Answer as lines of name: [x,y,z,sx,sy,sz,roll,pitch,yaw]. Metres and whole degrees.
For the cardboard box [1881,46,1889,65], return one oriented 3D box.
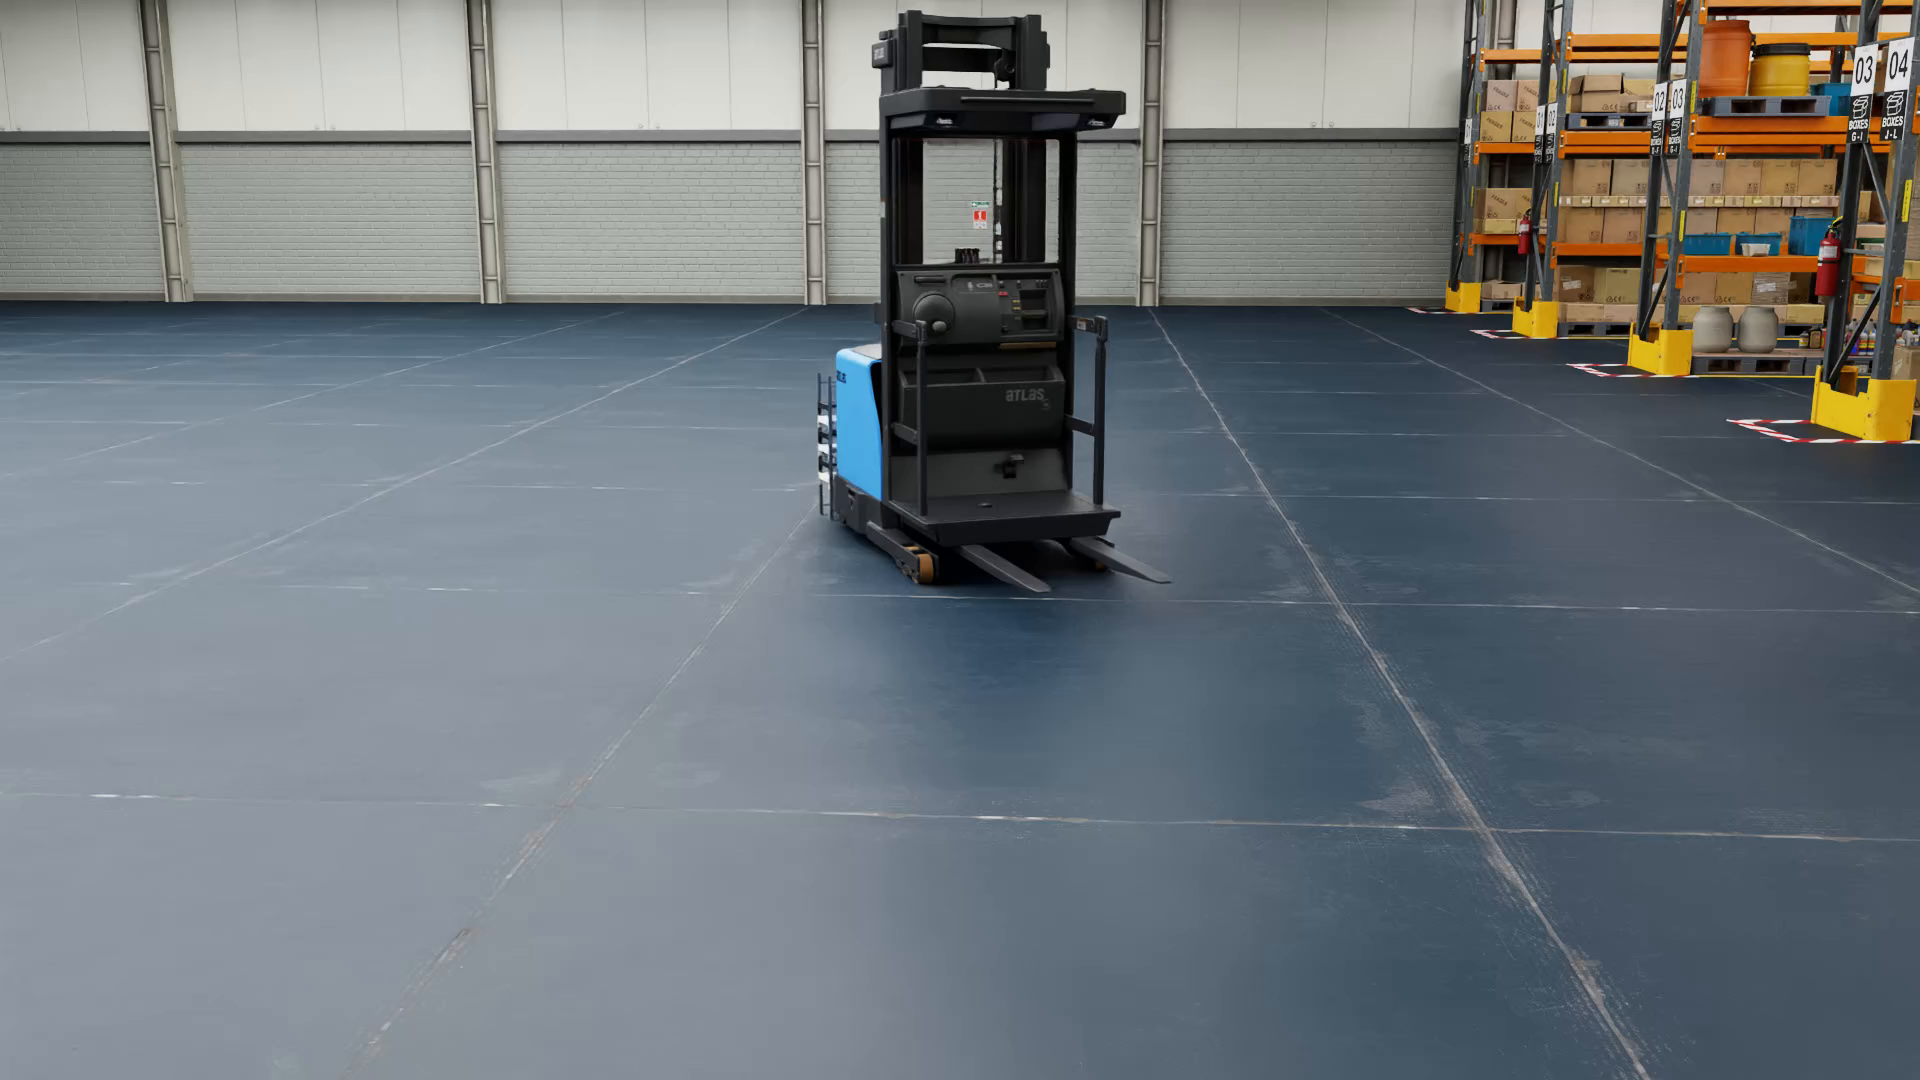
cardboard box: [7.904,-4.050,13.872,0.250,0.149,0.380,1,12,4]

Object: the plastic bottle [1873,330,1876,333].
plastic bottle: [10.553,-2.313,19.079,0.135,0.276,0.152,1,12,4]

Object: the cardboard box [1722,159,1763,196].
cardboard box: [10.816,-5.072,23.275,0.500,0.500,0.700,1,12,4]

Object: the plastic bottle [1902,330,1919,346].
plastic bottle: [10.591,-2.200,18.536,0.135,0.276,0.152,1,12,5]

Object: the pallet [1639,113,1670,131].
pallet: [10.196,-5.818,23.145,1.213,0.211,1.003,1,12,4]

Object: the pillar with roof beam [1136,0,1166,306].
pillar with roof beam: [3.081,-7.742,24.803,0.400,9.000,9.100,1,12,4]

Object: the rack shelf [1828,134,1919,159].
rack shelf: [14.259,-5.458,22.966,4.000,0.370,1.077,1,12,4]

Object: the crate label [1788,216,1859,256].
crate label: [9.792,-3.460,18.895,0.616,0.435,0.502,1,12,4]

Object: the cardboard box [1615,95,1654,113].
cardboard box: [9.439,-6.131,23.425,0.500,0.250,0.500,1,12,4]

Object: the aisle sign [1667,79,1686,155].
aisle sign: [7.846,-4.626,18.207,0.004,0.787,0.394,1,12,4]

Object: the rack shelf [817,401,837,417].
rack shelf: [-0.736,-0.820,10.331,0.258,0.077,0.200,-5,13,-23]

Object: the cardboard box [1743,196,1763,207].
cardboard box: [10.962,-4.710,23.131,0.250,0.149,0.380,1,12,3]

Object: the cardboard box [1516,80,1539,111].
cardboard box: [9.465,-7.380,27.664,0.500,0.500,0.500,1,12,3]

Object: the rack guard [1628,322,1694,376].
rack guard: [8.016,-2.197,19.052,0.348,0.500,1.175,1,12,4]

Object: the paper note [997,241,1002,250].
paper note: [0.734,-5.312,29.990,0.142,0.148,0.016,1,12,4]

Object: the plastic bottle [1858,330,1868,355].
plastic bottle: [10.067,-2.199,18.544,0.097,0.271,0.097,0,12,0]

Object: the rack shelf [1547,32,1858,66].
rack shelf: [10.268,-6.785,22.962,4.000,0.370,1.077,1,12,4]

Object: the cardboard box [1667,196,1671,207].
cardboard box: [9.934,-4.724,23.197,0.250,0.149,0.380,1,12,3]

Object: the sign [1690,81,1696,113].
sign: [7.896,-4.773,17.910,0.005,0.325,0.100,1,12,4]

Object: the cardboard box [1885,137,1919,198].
cardboard box: [8.172,-3.127,13.980,0.500,0.500,0.500,1,12,4]

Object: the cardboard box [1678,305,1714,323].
cardboard box: [10.289,-3.210,23.479,0.500,0.250,0.500,1,12,4]

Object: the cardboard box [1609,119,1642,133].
cardboard box: [11.011,-6.874,27.685,0.500,0.500,0.500,0,12,2]

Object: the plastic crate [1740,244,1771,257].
plastic crate: [8.809,-3.205,18.409,0.250,0.136,0.298,1,12,4]

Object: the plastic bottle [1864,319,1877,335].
plastic bottle: [10.538,-2.381,19.217,0.185,0.351,0.144,1,12,3]

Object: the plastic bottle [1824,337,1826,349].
plastic bottle: [10.042,-2.332,19.149,0.133,0.283,0.061,1,12,4]

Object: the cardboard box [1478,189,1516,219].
cardboard box: [9.056,-5.672,28.042,0.500,0.500,0.500,1,12,4]

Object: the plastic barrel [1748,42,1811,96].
plastic barrel: [9.083,-5.189,18.435,0.600,0.588,0.600,0,12,0]

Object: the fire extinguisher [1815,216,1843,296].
fire extinguisher: [7.523,-2.458,14.383,0.183,0.674,0.296,1,12,4]

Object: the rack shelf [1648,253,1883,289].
rack shelf: [9.933,-3.033,18.698,4.000,0.370,1.077,1,12,4]

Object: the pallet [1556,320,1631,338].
pallet: [9.038,-3.057,23.868,1.213,0.211,1.003,1,12,4]

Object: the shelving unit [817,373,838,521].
shelving unit: [-0.736,-0.588,10.380,0.258,0.900,0.210,-5,13,-23]

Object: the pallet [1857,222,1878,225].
pallet: [14.604,-5.252,28.016,1.213,0.211,1.003,1,12,4]

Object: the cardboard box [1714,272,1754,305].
cardboard box: [10.788,-3.573,23.382,0.500,0.500,0.500,1,12,4]

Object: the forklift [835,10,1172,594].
forklift: [0.188,-1.294,8.797,1.130,2.935,3.031,-4,12,-18]

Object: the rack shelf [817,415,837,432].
rack shelf: [-0.736,-0.732,10.350,0.258,0.077,0.200,-5,13,-23]

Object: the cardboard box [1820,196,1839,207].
cardboard box: [11.977,-4.696,23.062,0.250,0.149,0.380,1,12,4]

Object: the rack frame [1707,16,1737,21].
rack frame: [12.590,-8.318,27.554,0.127,3.000,1.000,1,12,4]

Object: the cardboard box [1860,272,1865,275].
cardboard box: [15.353,-4.349,28.261,0.500,0.500,0.700,1,12,4]

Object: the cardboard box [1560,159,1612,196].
cardboard box: [8.790,-5.098,23.402,0.500,0.500,0.700,1,12,4]

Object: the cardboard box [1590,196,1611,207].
cardboard box: [8.913,-4.738,23.265,0.250,0.149,0.380,0,12,2]

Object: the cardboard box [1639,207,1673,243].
cardboard box: [9.756,-4.450,23.471,0.500,0.500,0.700,1,12,4]

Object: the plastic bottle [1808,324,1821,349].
plastic bottle: [9.917,-2.365,19.306,0.133,0.283,0.061,1,12,5]

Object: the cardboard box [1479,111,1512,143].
cardboard box: [8.916,-6.908,27.845,0.500,0.500,0.500,1,12,5]

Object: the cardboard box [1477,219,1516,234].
cardboard box: [9.065,-5.301,28.101,0.500,0.250,0.500,0,12,2]

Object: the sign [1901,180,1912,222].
sign: [7.570,-2.713,13.299,0.005,0.325,0.100,1,12,4]

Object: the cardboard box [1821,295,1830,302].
cardboard box: [12.686,-3.557,23.765,0.500,0.311,0.500,1,12,4]

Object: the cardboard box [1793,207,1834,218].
cardboard box: [11.820,-4.423,23.343,0.500,0.500,0.700,0,12,2]

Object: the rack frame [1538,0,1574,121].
rack frame: [8.272,-7.361,22.978,0.127,3.000,1.000,1,12,4]

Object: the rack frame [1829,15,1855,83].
rack frame: [12.263,-7.306,22.716,0.127,3.000,1.000,1,12,4]

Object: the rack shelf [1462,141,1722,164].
rack shelf: [10.595,-6.525,28.066,4.000,0.370,1.077,1,12,4]

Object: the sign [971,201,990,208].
sign: [0.365,-6.031,29.890,0.331,0.109,0.001,1,12,4]

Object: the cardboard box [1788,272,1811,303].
cardboard box: [11.821,-3.666,23.828,0.500,0.500,0.500,1,12,4]

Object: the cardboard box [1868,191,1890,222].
cardboard box: [15.552,-5.598,27.883,0.500,0.500,0.700,0,12,-2]
